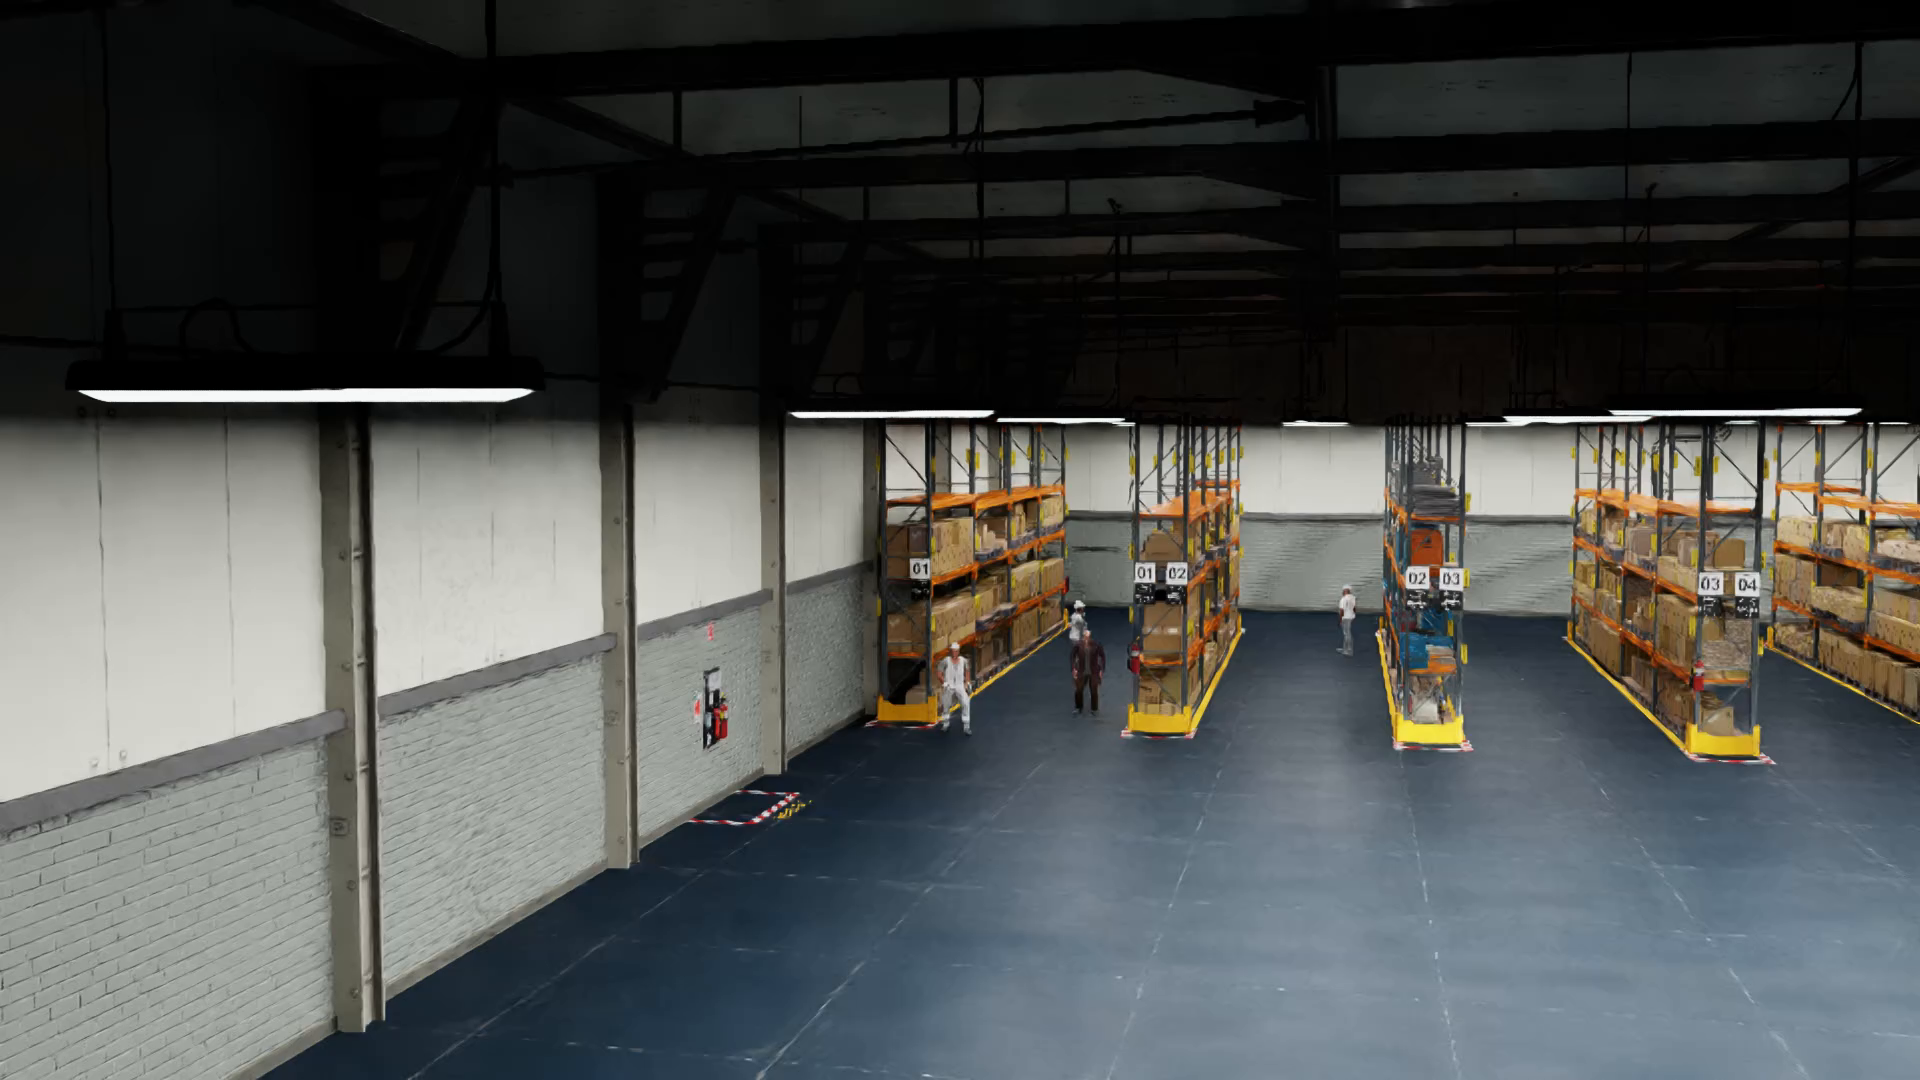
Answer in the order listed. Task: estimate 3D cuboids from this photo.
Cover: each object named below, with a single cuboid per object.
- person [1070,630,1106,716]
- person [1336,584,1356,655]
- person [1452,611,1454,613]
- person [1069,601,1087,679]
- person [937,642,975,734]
[{"bbox_3d":[2.536,2.627,33.030,0.729,1.733,0.544,1,4,11],"label":"person"},{"bbox_3d":[9.738,1.988,41.990,0.574,1.764,0.669,3,5,38],"label":"person"},{"bbox_3d":[14.156,1.667,48.111,0.499,1.596,0.489,4,5,45],"label":"person"},{"bbox_3d":[2.735,2.263,37.786,0.463,1.782,0.598,-1,4,-15],"label":"person"},{"bbox_3d":[-0.103,2.753,31.031,0.675,1.723,0.793,0,4,-7],"label":"person"}]
